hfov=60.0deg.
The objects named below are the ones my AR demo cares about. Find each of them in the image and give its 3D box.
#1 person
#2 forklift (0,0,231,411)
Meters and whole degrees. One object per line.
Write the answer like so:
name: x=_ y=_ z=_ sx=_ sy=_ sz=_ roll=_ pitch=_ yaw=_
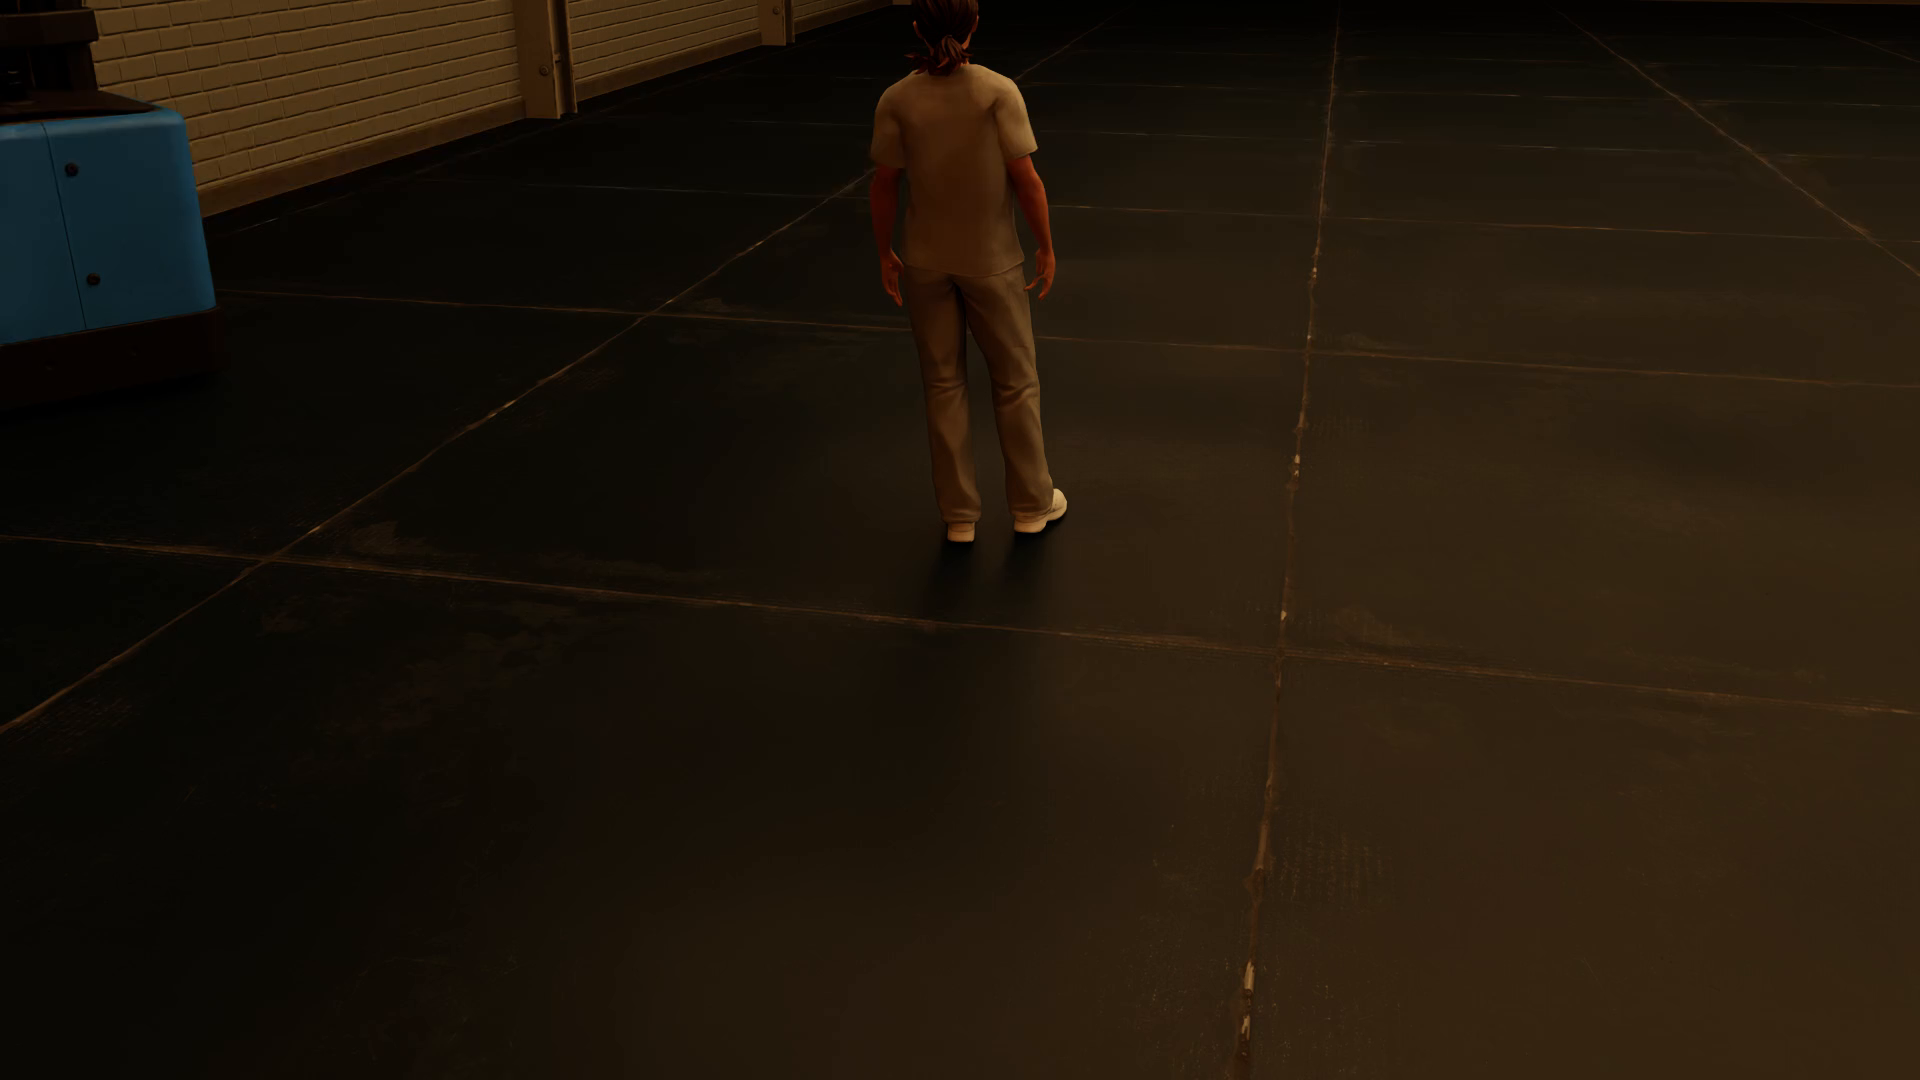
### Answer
person: x=0.029 y=-0.809 z=4.894 sx=0.549 sy=1.673 sz=0.548 roll=5 pitch=23 yaw=11
forklift: x=-4.302 y=-2.273 z=6.840 sx=1.130 sy=2.935 sz=3.031 roll=-19 pitch=29 yaw=-39
